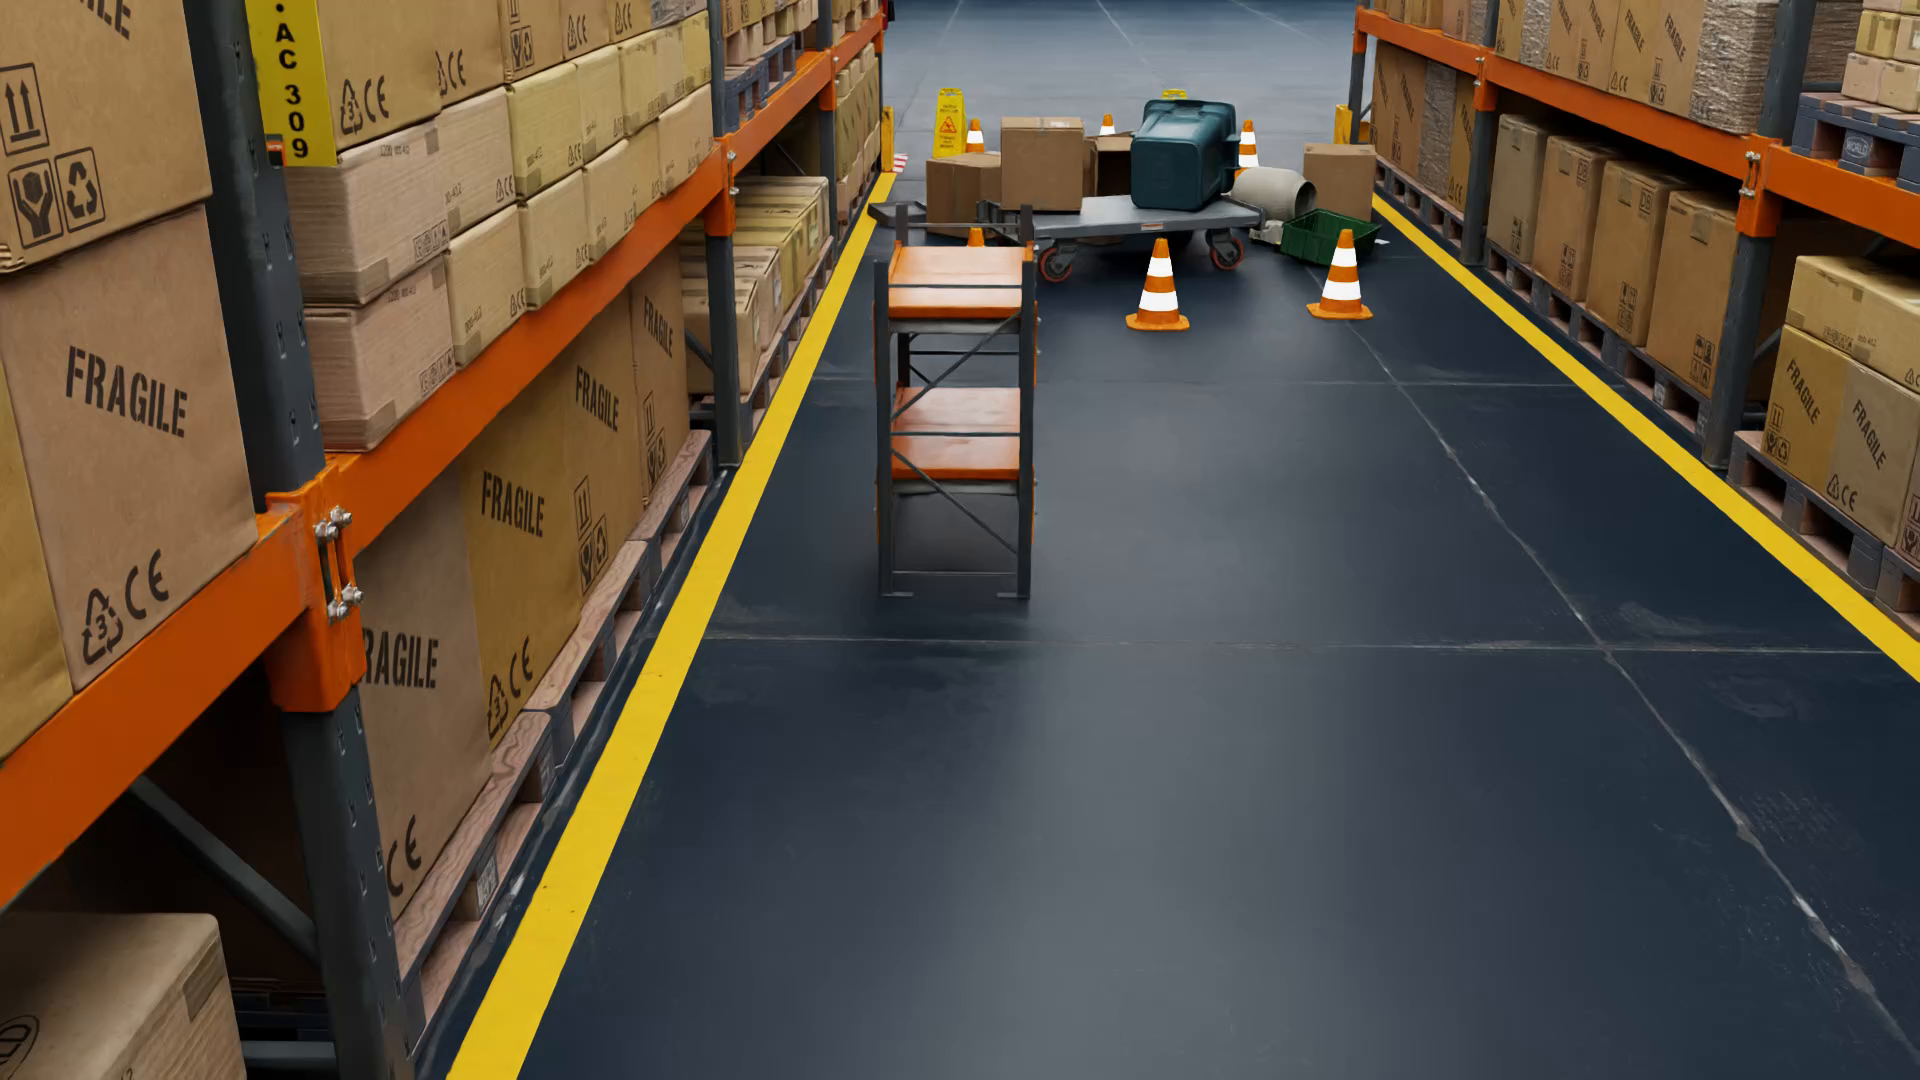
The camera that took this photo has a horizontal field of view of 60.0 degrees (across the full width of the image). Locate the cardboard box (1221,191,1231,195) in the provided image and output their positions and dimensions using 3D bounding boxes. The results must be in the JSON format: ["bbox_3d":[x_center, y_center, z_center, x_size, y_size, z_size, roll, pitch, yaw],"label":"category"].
[{"bbox_3d":[1.886,-2.508,12.126,0.396,0.266,0.258,4,22,11],"label":"cardboard box"}]

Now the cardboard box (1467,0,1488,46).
[{"bbox_3d":[3.674,-3.344,10.294,0.875,0.550,0.550,1,21,2],"label":"cardboard box"}]

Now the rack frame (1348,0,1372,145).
[{"bbox_3d":[3.797,-4.587,13.705,1.000,3.000,0.127,1,21,2],"label":"rack frame"}]

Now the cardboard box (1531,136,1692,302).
[{"bbox_3d":[3.713,-1.714,8.829,1.050,0.750,0.750,1,21,2],"label":"cardboard box"}]

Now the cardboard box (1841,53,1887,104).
[{"bbox_3d":[3.338,-1.614,5.808,0.380,0.149,0.250,0,21,1],"label":"cardboard box"}]

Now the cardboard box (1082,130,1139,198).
[{"bbox_3d":[1.323,-2.778,12.494,0.797,0.503,0.637,-16,26,-35],"label":"cardboard box"}]

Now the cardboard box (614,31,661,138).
[{"bbox_3d":[-1.165,-1.327,4.819,0.500,0.250,0.500,0,21,0],"label":"cardboard box"}]

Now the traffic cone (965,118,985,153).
[{"bbox_3d":[0.122,-3.253,13.773,0.336,0.463,0.334,1,21,2],"label":"traffic cone"}]

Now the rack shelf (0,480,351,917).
[{"bbox_3d":[-1.580,0.792,0.835,1.077,0.370,4.000,1,21,2],"label":"rack shelf"}]

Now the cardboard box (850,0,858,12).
[{"bbox_3d":[-0.964,-3.863,11.290,0.500,0.500,0.500,0,21,1],"label":"cardboard box"}]

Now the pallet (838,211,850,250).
[{"bbox_3d":[-1.291,-2.102,11.155,1.003,0.211,1.213,1,21,2],"label":"pallet"}]

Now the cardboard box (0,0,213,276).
[{"bbox_3d":[-1.257,-0.606,1.922,0.500,0.500,0.500,0,21,1],"label":"cardboard box"}]

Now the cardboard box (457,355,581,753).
[{"bbox_3d":[-1.560,-0.023,4.299,0.875,0.875,0.875,1,21,3],"label":"cardboard box"}]

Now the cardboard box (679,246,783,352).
[{"bbox_3d":[-1.356,-1.154,7.910,0.950,0.372,0.625,0,21,1],"label":"cardboard box"}]

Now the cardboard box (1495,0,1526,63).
[{"bbox_3d":[3.390,-3.000,9.477,0.500,0.500,0.500,1,21,2],"label":"cardboard box"}]

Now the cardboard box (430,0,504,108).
[{"bbox_3d":[-1.231,-1.119,3.247,0.500,0.500,0.500,1,21,1],"label":"cardboard box"}]

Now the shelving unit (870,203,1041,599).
[{"bbox_3d":[0.000,-0.522,5.819,0.538,1.125,1.048,1,21,2],"label":"shelving unit"}]

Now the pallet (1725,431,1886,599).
[{"bbox_3d":[3.528,-0.112,6.026,1.003,0.211,1.213,1,21,2],"label":"pallet"}]

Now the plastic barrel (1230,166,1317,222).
[{"bbox_3d":[2.176,-2.367,11.544,0.512,0.421,0.421,18,27,38],"label":"plastic barrel"}]

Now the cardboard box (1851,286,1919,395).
[{"bbox_3d":[3.275,-0.645,5.382,0.500,0.250,0.500,0,21,1],"label":"cardboard box"}]

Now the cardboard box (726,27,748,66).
[{"bbox_3d":[-1.105,-2.107,7.080,0.380,0.149,0.250,-1,21,-2],"label":"cardboard box"}]

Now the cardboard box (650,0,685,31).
[{"bbox_3d":[-1.159,-1.850,5.130,0.500,0.500,0.500,1,21,3],"label":"cardboard box"}]

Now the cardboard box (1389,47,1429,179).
[{"bbox_3d":[3.817,-3.228,12.559,0.875,0.875,0.875,0,21,1],"label":"cardboard box"}]

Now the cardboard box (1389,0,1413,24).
[{"bbox_3d":[3.693,-4.122,12.299,0.875,0.550,0.550,1,21,2],"label":"cardboard box"}]

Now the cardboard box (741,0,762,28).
[{"bbox_3d":[-1.144,-2.442,7.047,0.500,0.500,0.500,2,21,4],"label":"cardboard box"}]

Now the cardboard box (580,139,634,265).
[{"bbox_3d":[-1.172,-0.906,4.423,0.500,0.250,0.500,0,21,1],"label":"cardboard box"}]

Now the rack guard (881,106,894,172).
[{"bbox_3d":[-1.156,-3.412,14.132,1.175,0.500,0.348,1,21,2],"label":"rack guard"}]

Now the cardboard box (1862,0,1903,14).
[{"bbox_3d":[3.346,-1.884,5.683,0.380,0.149,0.250,1,21,2],"label":"cardboard box"}]

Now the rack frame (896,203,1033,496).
[{"bbox_3d":[0.015,-0.706,6.293,0.500,1.125,0.032,1,21,2],"label":"rack frame"}]

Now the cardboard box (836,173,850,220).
[{"bbox_3d":[-0.988,-2.283,10.987,0.500,0.250,0.500,0,21,-1],"label":"cardboard box"}]

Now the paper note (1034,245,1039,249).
[{"bbox_3d":[0.446,-1.948,11.006,0.148,0.019,0.142,1,21,2],"label":"paper note"}]

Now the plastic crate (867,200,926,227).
[{"bbox_3d":[-0.408,-2.356,11.992,0.402,0.080,0.583,-7,22,-17],"label":"plastic crate"}]

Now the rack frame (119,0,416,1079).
[{"bbox_3d":[-1.522,-0.266,2.569,0.949,2.616,0.053,1,21,2],"label":"rack frame"}]

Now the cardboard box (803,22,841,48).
[{"bbox_3d":[-0.946,-3.152,10.354,0.380,0.149,0.250,1,21,1],"label":"cardboard box"}]

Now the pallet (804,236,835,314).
[{"bbox_3d":[-1.298,-1.577,9.803,1.003,0.211,1.213,1,21,2],"label":"pallet"}]

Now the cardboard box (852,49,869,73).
[{"bbox_3d":[-0.882,-3.559,12.342,0.380,0.149,0.250,2,21,4],"label":"cardboard box"}]

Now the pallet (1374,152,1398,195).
[{"bbox_3d":[3.851,-2.997,13.462,1.003,0.211,1.213,1,21,2],"label":"pallet"}]

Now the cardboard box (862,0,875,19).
[{"bbox_3d":[-0.855,-4.072,12.724,0.380,0.149,0.250,1,21,3],"label":"cardboard box"}]

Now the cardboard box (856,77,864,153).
[{"bbox_3d":[-0.966,-3.014,11.834,0.500,0.500,0.500,2,21,4],"label":"cardboard box"}]

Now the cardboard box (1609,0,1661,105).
[{"bbox_3d":[3.331,-2.268,7.590,0.500,0.500,0.500,0,21,1],"label":"cardboard box"}]

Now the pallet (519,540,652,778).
[{"bbox_3d":[-1.537,0.312,4.934,1.003,0.211,1.213,1,21,2],"label":"pallet"}]

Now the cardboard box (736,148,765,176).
[{"bbox_3d":[-1.526,-2.639,10.868,0.500,0.500,0.500,0,21,1],"label":"cardboard box"}]

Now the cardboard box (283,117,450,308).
[{"bbox_3d":[-1.224,-0.586,2.908,0.500,0.250,0.500,0,21,0],"label":"cardboard box"}]

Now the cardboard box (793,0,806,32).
[{"bbox_3d":[-1.017,-2.768,8.782,0.380,0.149,0.250,1,21,2],"label":"cardboard box"}]

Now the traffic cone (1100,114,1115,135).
[{"bbox_3d":[1.242,-3.364,14.058,0.336,0.463,0.334,1,21,2],"label":"traffic cone"}]

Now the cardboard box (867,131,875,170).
[{"bbox_3d":[-0.933,-3.037,12.929,0.500,0.250,0.500,1,21,2],"label":"cardboard box"}]
